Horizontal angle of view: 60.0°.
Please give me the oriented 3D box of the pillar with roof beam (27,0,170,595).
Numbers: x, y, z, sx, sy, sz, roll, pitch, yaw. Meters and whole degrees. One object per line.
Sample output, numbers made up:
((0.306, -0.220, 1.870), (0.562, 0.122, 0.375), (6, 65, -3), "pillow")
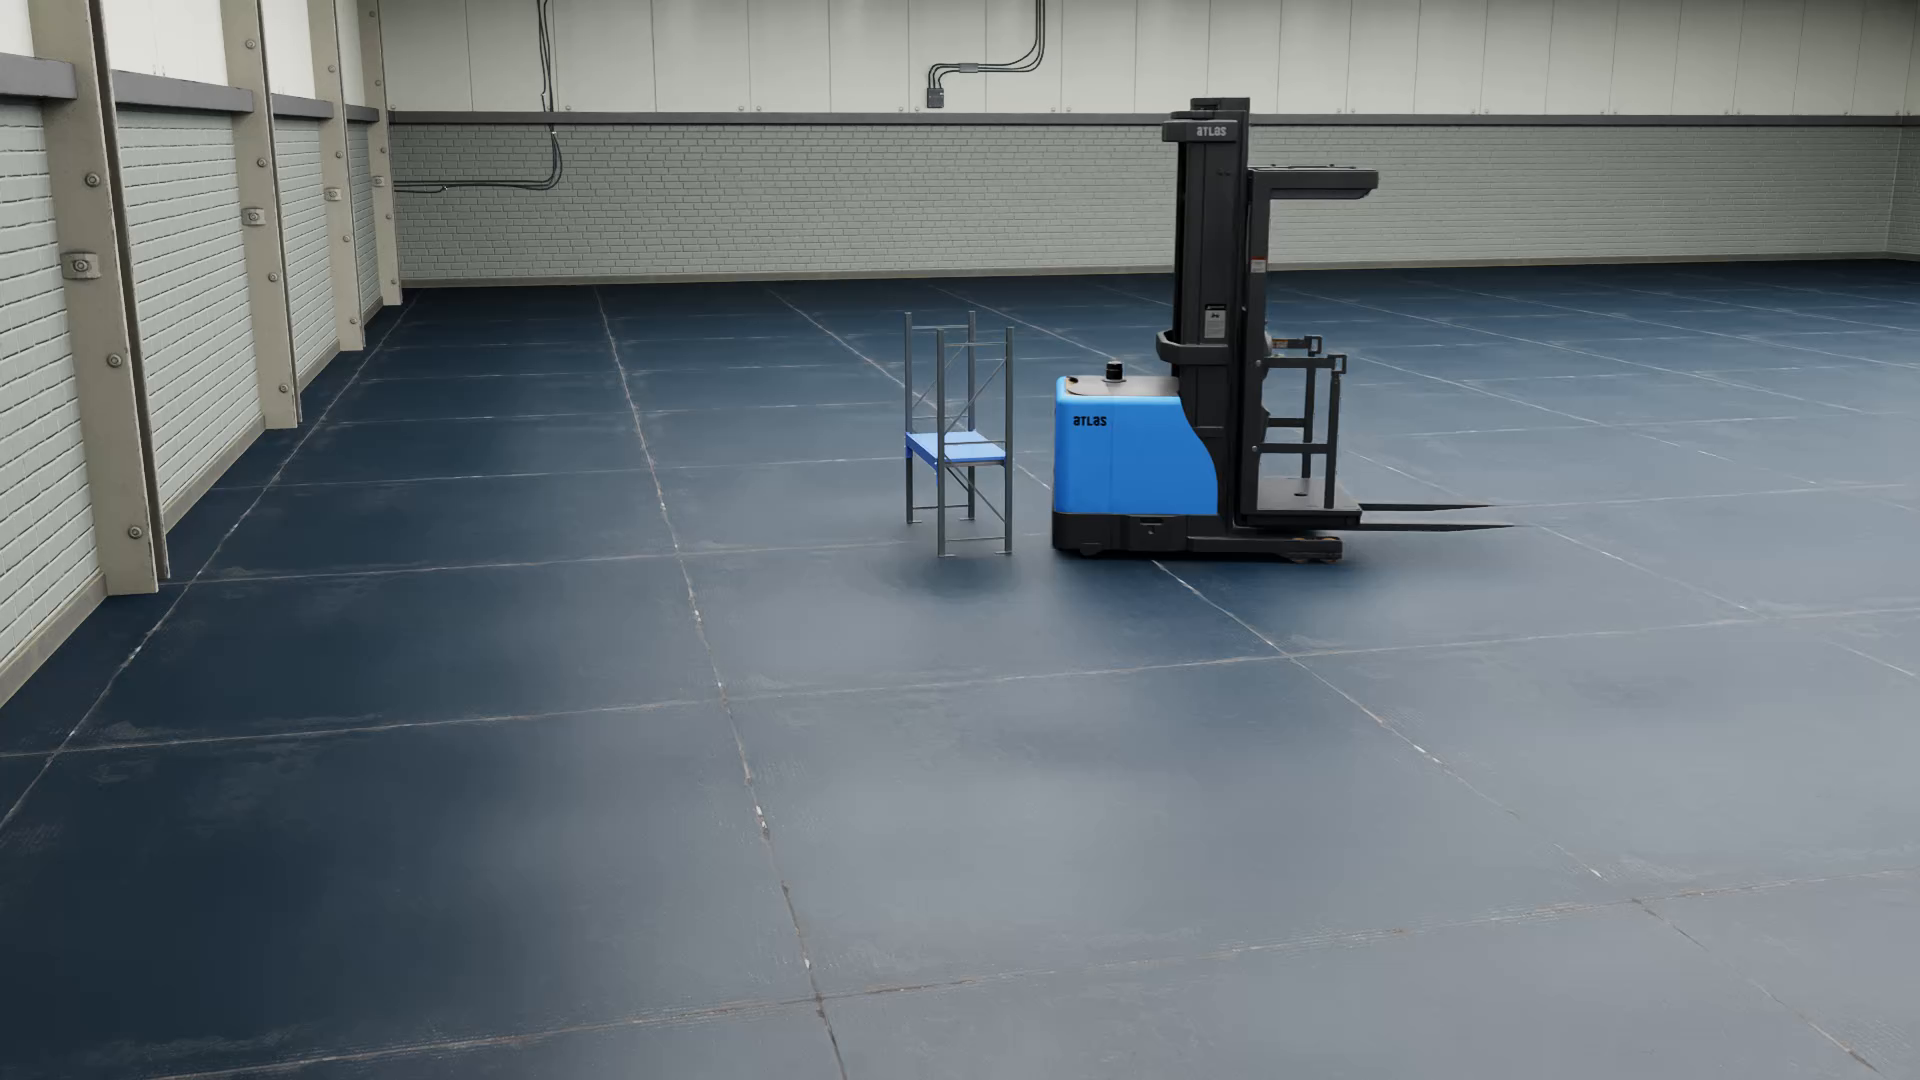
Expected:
((-0.901, -4.328, 10.183), (9.100, 9.000, 0.400), (-3, 14, -13), "pillar with roof beam")

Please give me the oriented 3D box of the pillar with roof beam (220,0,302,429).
((-2.310, -5.713, 15.848), (9.100, 9.000, 0.400), (-3, 14, -13), "pillar with roof beam")

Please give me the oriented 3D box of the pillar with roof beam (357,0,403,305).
((-5.128, -8.481, 27.180), (9.100, 9.000, 0.400), (-3, 14, -13), "pillar with roof beam")

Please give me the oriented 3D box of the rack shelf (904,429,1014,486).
((-0.020, -0.574, 11.372), (0.538, 0.185, 1.000), (-3, 14, -13), "rack shelf")

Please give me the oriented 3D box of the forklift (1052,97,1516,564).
((2.145, -1.401, 10.985), (3.031, 2.935, 1.130), (1, 14, 3), "forklift")

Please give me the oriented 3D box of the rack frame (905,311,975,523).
((-0.139, -0.866, 11.810), (0.500, 1.500, 0.032), (-3, 14, -13), "rack frame")

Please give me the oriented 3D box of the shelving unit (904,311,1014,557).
((-0.020, -0.748, 11.330), (0.538, 1.500, 1.048), (-3, 14, -13), "shelving unit")

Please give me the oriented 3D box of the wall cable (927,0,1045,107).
((0.512, -11.172, 31.028), (2.305, 6.003, 0.169), (-3, 14, -13), "wall cable")

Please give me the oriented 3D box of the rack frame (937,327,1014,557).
((0.099, -0.631, 10.850), (0.500, 1.500, 0.032), (-3, 14, -13), "rack frame")

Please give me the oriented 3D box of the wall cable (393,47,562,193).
((-8.719, -7.486, 29.649), (3.097, 2.526, 0.112), (-3, 14, -13), "wall cable")

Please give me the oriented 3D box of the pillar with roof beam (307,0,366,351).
((-3.719, -7.097, 21.514), (9.100, 9.000, 0.400), (-3, 14, -13), "pillar with roof beam")

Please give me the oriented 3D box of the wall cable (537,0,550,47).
((-6.090, -10.090, 29.667), (3.097, 2.526, 0.112), (-3, 14, -13), "wall cable")
